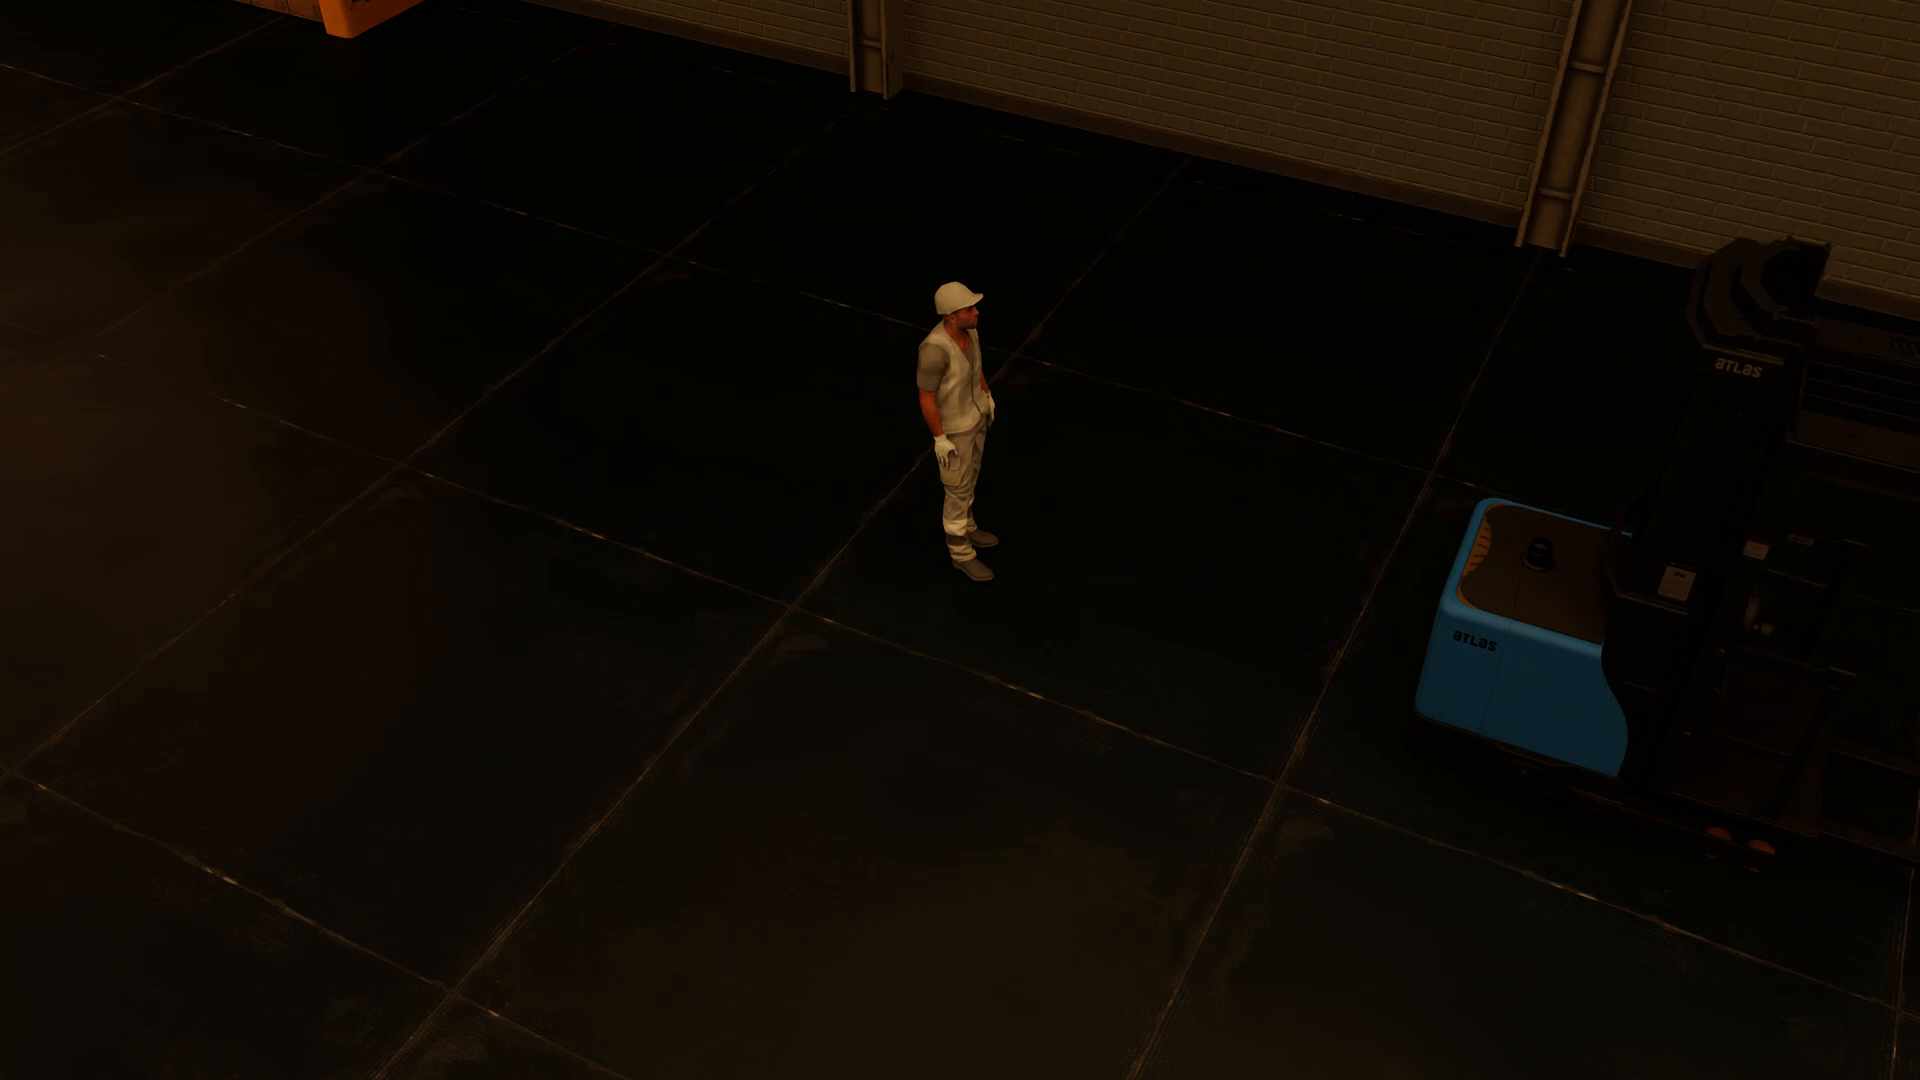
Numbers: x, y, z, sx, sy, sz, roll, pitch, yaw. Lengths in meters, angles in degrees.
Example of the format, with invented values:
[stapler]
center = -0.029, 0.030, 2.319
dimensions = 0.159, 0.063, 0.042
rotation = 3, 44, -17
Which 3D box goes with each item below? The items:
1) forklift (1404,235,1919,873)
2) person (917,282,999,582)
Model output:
[forklift]
center = 3.931, 0.142, 7.818
dimensions = 3.031, 2.935, 1.130
rotation = 17, 43, 19
[person]
center = 0.065, -0.659, 9.644
dimensions = 0.564, 1.787, 0.637
rotation = 18, 43, 21
